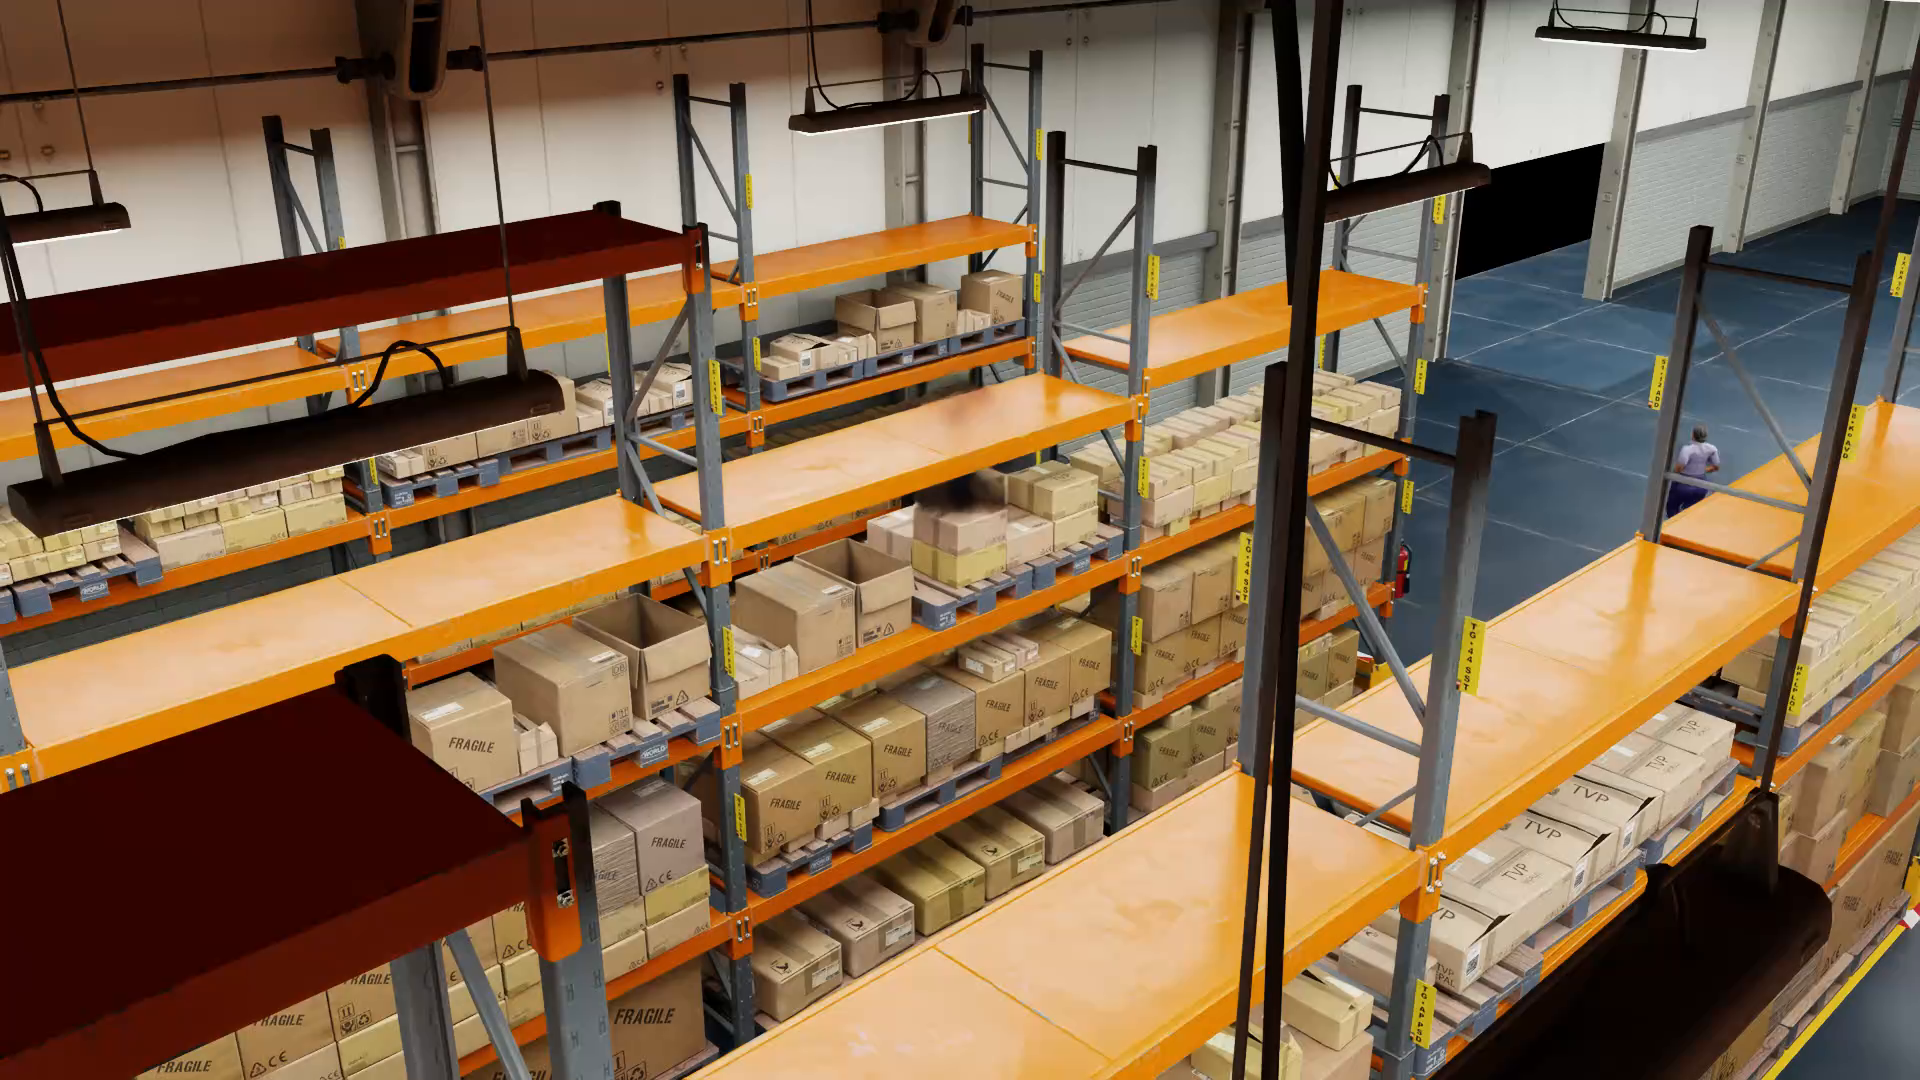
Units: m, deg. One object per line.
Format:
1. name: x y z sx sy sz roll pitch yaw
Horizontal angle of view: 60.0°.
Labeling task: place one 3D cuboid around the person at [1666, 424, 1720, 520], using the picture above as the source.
1. person: 8.919 -0.645 20.320 0.607 1.609 0.734 -3 23 -7
